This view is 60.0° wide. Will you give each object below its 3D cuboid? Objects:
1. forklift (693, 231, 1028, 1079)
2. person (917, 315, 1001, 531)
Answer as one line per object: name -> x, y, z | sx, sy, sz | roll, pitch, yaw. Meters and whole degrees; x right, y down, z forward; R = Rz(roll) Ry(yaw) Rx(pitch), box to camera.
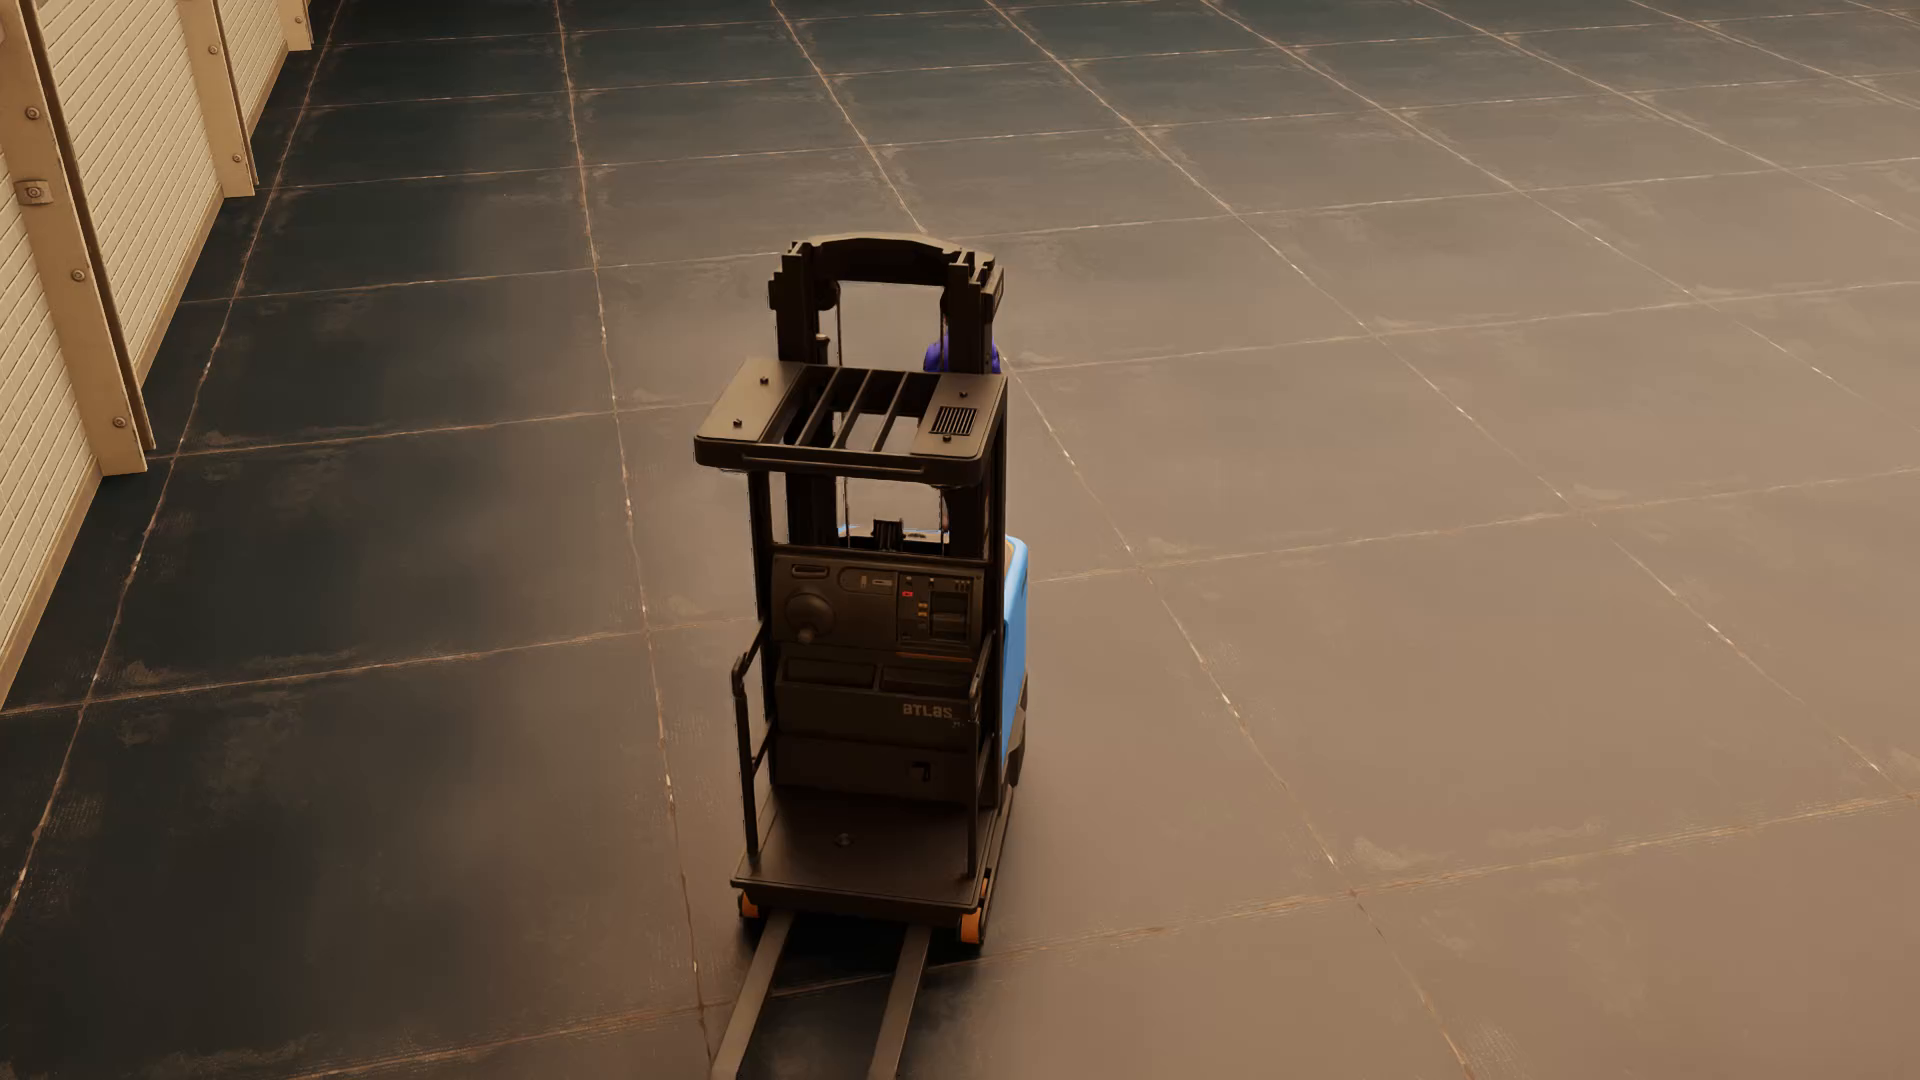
forklift -> -0.392, 0.331, 7.003 | 1.130, 2.935, 3.031 | 5, 30, 8
person -> -0.002, -0.767, 10.160 | 0.570, 1.656, 0.503 | -7, 31, -12
